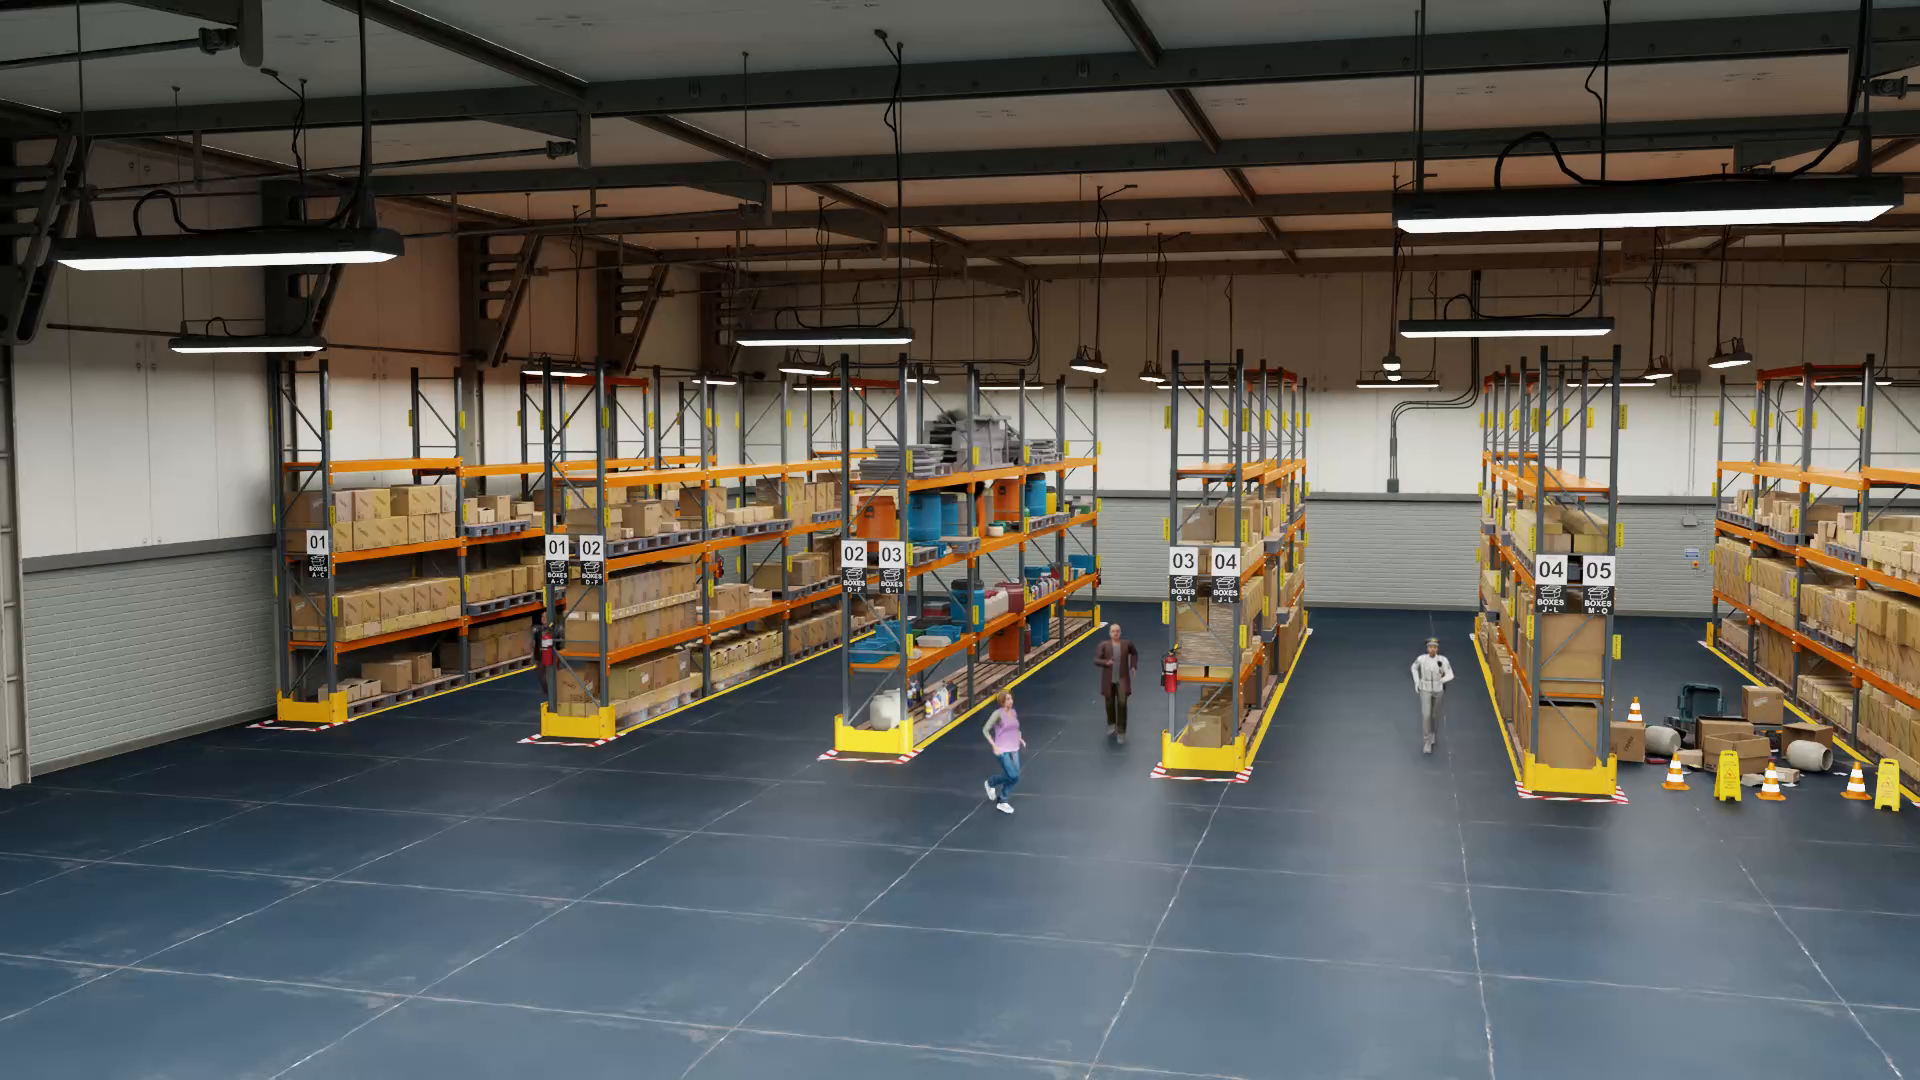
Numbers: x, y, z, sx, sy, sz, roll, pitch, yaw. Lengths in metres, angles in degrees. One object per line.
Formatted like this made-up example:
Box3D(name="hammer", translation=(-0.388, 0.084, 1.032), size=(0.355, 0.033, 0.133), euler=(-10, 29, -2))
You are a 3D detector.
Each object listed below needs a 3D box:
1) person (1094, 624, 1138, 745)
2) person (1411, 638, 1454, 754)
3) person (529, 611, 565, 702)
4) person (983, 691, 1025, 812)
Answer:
Box3D(name="person", translation=(2.436, 2.225, 26.055), size=(0.678, 1.829, 0.923), euler=(0, 4, 7))
Box3D(name="person", translation=(7.203, 2.334, 25.347), size=(0.605, 1.729, 0.813), euler=(1, 4, 10))
Box3D(name="person", translation=(-7.080, 2.101, 28.486), size=(0.637, 1.763, 0.711), euler=(1, 4, 14))
Box3D(name="person", translation=(0.585, 2.707, 21.292), size=(0.541, 1.554, 0.541), euler=(-4, 6, -44))
